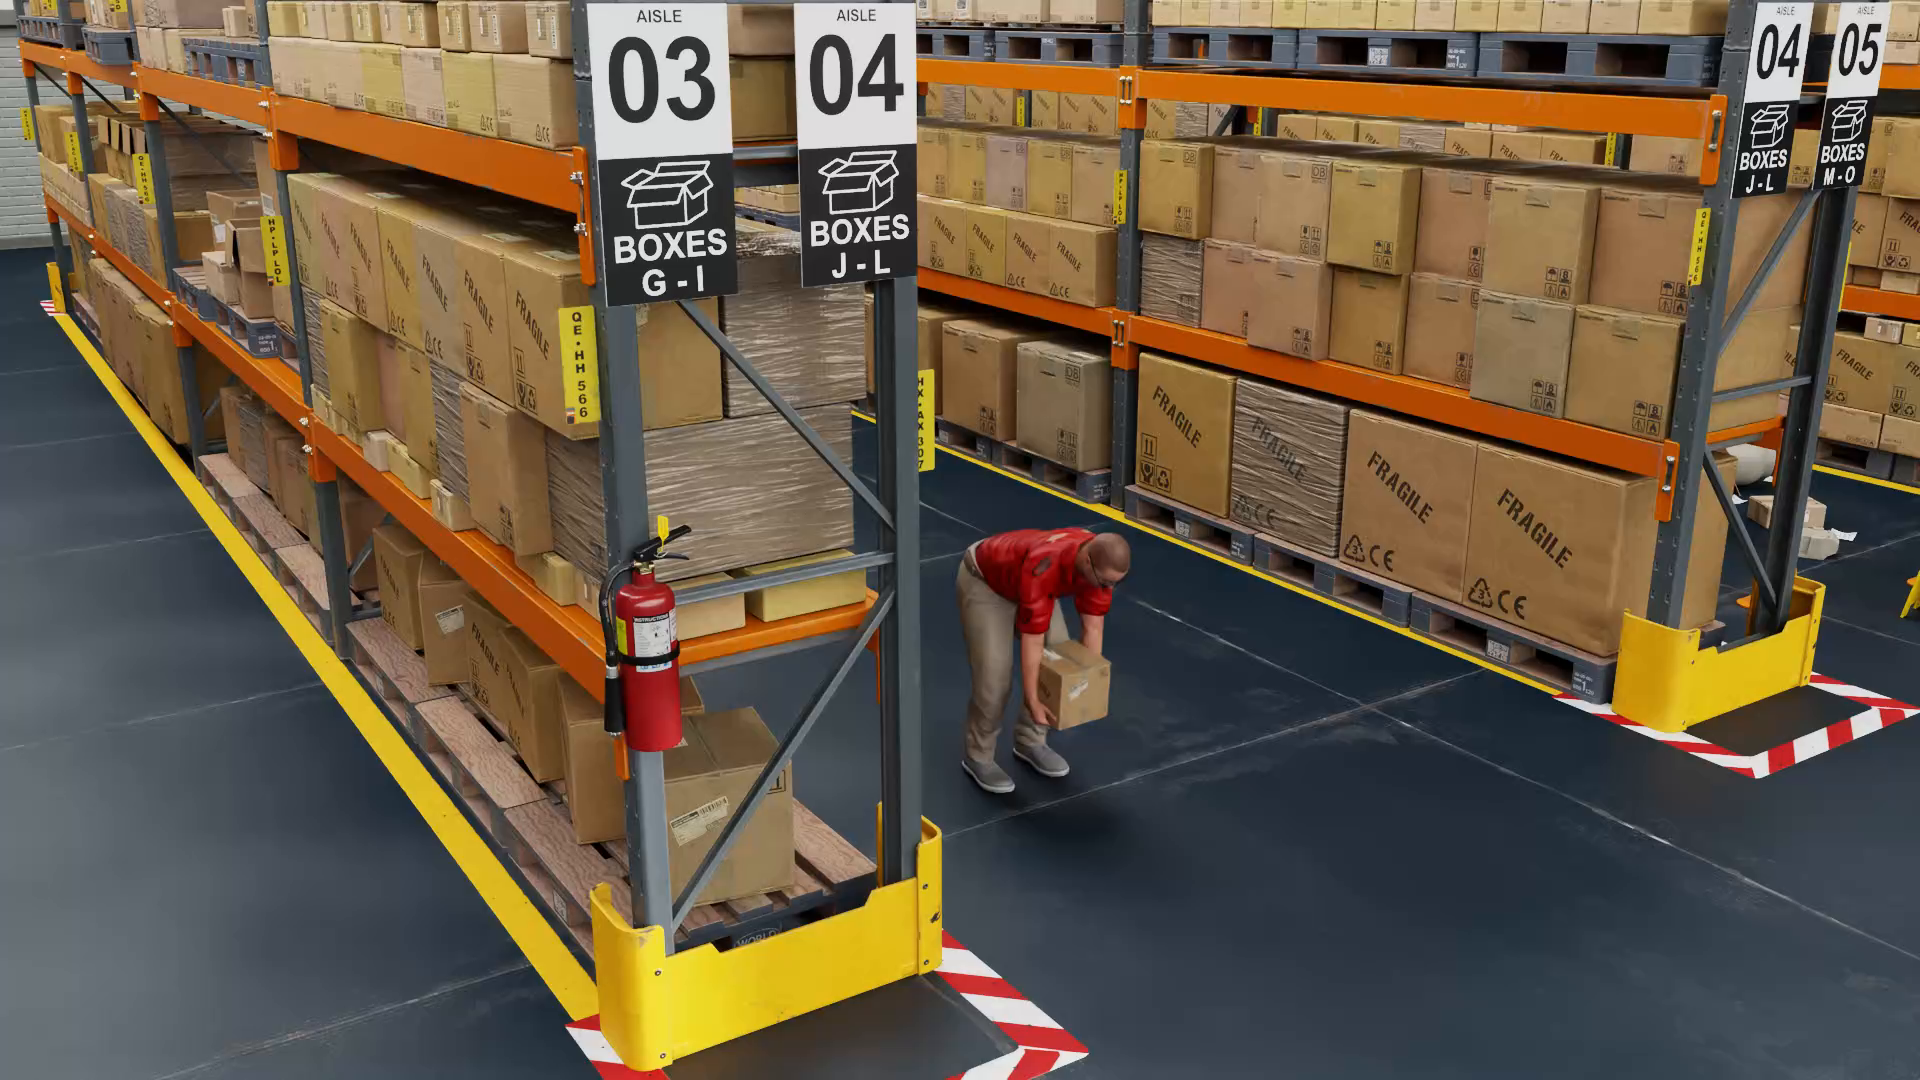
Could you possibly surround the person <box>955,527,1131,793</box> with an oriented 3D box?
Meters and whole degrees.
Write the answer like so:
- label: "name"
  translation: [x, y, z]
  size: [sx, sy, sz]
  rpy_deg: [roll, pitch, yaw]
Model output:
- label: "person"
  translation: [0.357, 0.477, 6.895]
  size: [0.482, 1.250, 0.925]
  rpy_deg: [-12, 22, -33]
